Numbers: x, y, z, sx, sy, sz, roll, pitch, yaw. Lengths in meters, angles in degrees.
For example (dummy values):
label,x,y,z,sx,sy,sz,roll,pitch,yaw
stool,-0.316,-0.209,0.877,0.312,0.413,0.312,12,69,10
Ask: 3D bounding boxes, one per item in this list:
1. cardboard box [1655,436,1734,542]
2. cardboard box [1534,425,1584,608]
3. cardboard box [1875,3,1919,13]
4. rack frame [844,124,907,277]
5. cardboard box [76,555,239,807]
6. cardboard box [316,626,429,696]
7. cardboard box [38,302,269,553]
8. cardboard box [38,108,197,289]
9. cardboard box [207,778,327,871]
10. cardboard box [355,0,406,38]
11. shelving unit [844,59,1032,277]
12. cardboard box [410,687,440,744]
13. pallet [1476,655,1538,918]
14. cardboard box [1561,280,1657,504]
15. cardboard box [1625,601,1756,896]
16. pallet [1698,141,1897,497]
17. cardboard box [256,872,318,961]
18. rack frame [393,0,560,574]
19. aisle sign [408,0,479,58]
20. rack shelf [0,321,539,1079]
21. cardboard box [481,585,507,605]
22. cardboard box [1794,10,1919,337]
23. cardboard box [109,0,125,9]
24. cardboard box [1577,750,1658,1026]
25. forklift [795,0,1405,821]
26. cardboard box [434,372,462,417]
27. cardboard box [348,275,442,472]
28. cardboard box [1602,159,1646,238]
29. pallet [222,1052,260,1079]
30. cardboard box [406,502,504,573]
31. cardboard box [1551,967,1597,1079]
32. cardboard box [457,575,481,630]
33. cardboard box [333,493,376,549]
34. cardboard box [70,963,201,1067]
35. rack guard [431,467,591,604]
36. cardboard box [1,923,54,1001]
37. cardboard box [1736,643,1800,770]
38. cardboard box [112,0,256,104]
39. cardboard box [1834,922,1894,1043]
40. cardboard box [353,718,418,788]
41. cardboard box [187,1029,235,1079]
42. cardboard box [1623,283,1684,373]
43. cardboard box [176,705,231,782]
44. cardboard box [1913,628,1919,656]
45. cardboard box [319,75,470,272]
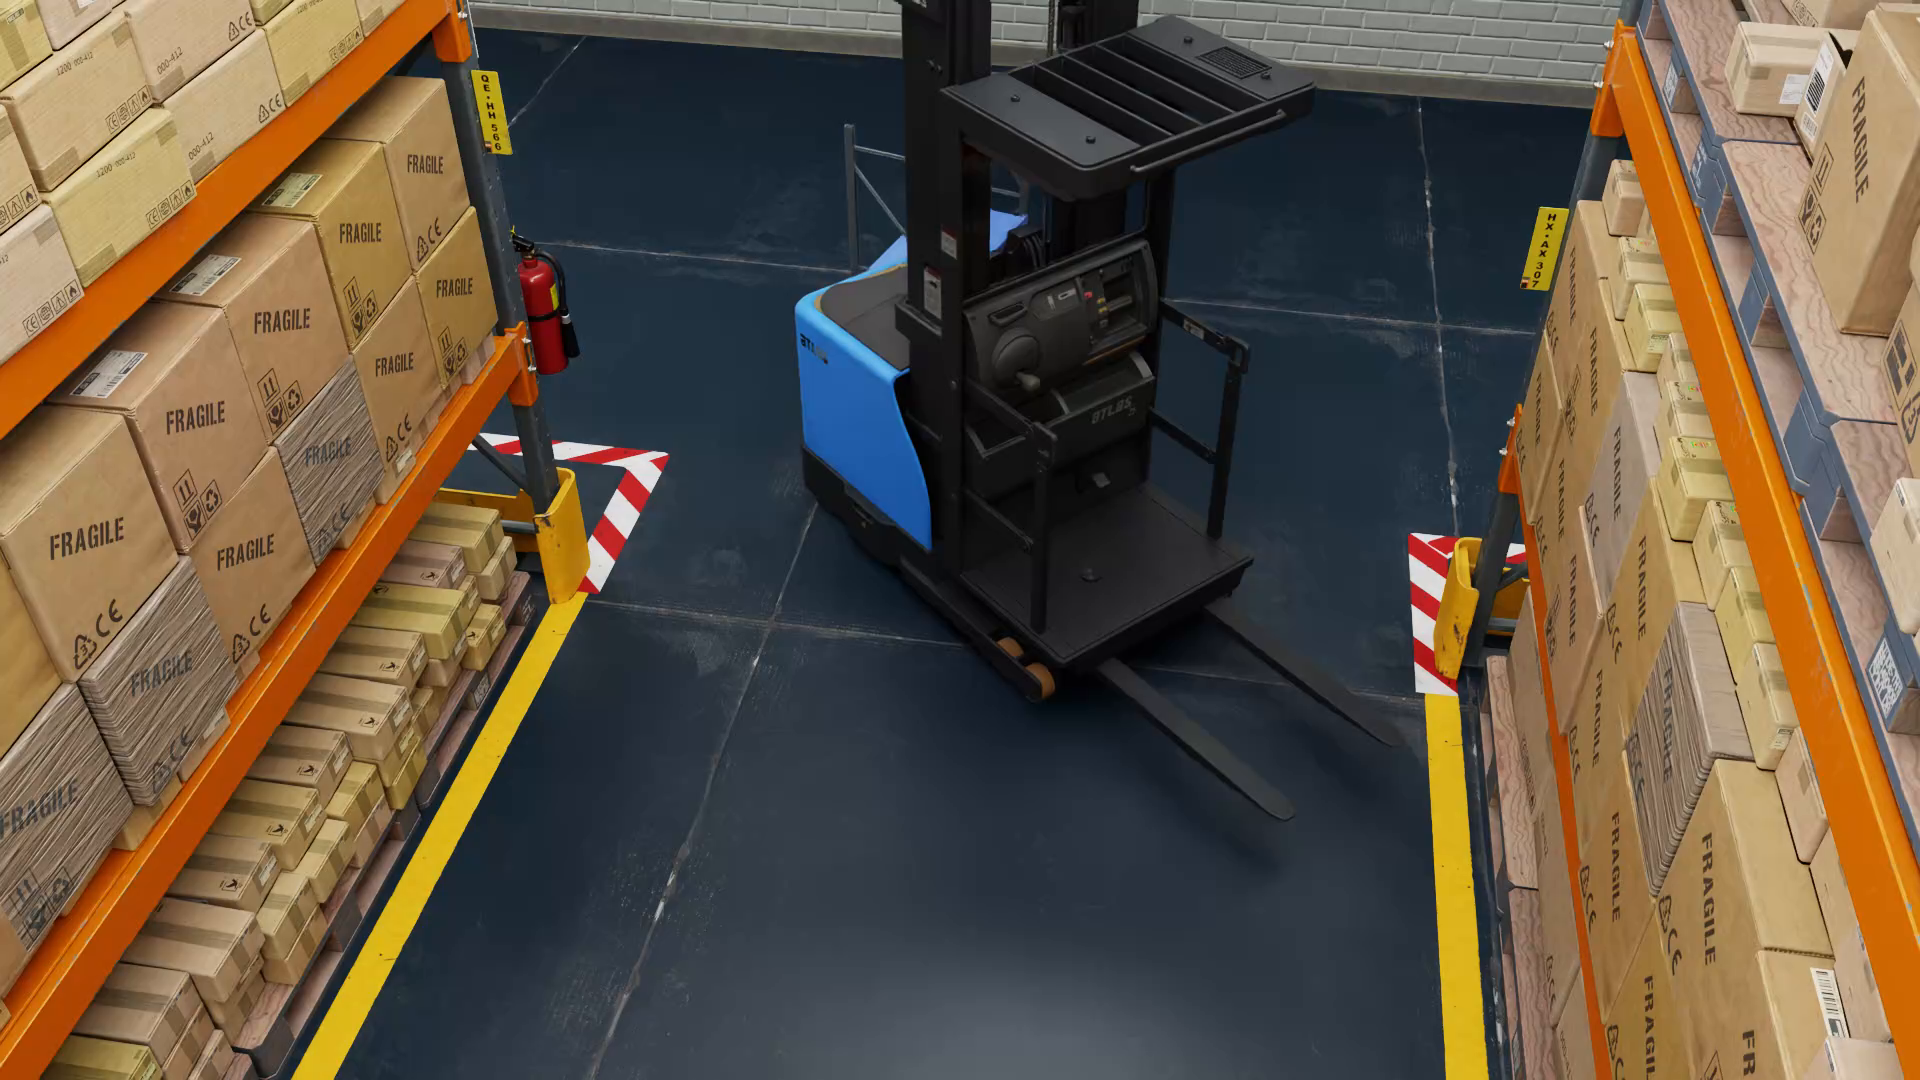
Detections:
label,x,y,z,sx,sy,sz,roll,pitch,yaw
cardboard box,1.975,-0.115,4.162,0.380,0.149,0.250,5,40,7
cardboard box,2.193,-0.050,5.378,0.500,0.500,0.500,6,40,7
cardboard box,2.636,-1.297,4.400,0.380,0.149,0.250,4,40,4
rack frame,-0.307,-1.284,8.126,0.500,1.500,0.032,17,42,19
cardboard box,-2.431,0.367,4.641,0.500,0.500,0.500,6,40,7
cardboard box,-2.243,0.467,6.272,0.380,0.149,0.250,5,40,6
cardboard box,-2.365,-0.330,4.699,0.500,0.500,0.500,5,40,6
cardboard box,-2.345,-0.901,4.249,0.500,0.250,0.500,8,40,10
cardboard box,-2.407,0.963,5.673,0.380,0.149,0.250,7,40,8
cardboard box,-2.092,-1.868,5.419,0.500,0.250,0.500,6,40,7
shelving unit,-0.090,-1.576,8.480,0.538,1.500,1.048,17,42,19
cardboard box,-2.265,0.691,6.467,0.380,0.149,0.250,7,40,8
pallet,2.558,0.983,6.395,1.003,0.211,1.213,6,40,8
cardboard box,2.173,-0.431,5.054,0.500,0.500,0.500,5,40,6
cardboard box,1.911,0.520,3.904,0.500,0.500,0.500,7,40,8
pallet,2.292,-0.489,3.703,1.003,0.211,1.213,6,40,8
cardboard box,-2.400,1.240,5.570,0.380,0.149,0.250,6,40,7
rack frame,-2.274,-1.084,6.707,1.000,3.000,0.127,6,40,8
aisle sign,-1.966,-2.099,5.894,0.394,0.787,0.004,6,40,8
rack shelf,-2.620,0.448,5.418,1.077,0.370,4.000,6,40,8
cardboard box,-2.159,0.206,7.054,0.380,0.149,0.250,7,40,8
cardboard box,2.123,-0.748,3.460,0.500,0.500,0.500,7,40,8
cardboard box,-2.295,-1.487,4.253,0.380,0.149,0.250,7,40,9
cardboard box,1.912,0.910,4.217,0.500,0.500,0.500,6,40,7
forklift,0.545,-0.813,6.433,1.130,2.935,3.031,-26,46,-28
cardboard box,-2.132,-0.600,6.318,0.380,0.149,0.250,6,40,8
cardboard box,-2.192,-0.604,5.815,0.500,0.500,0.500,6,40,7
cardboard box,2.285,-1.083,5.334,0.380,0.149,0.250,7,40,9
pallet,-2.885,2.076,5.074,1.003,0.211,1.213,6,40,8
cardboard box,-2.116,-0.016,6.857,0.380,0.149,0.250,7,40,8
cardboard box,2.296,1.790,4.912,0.875,0.438,0.875,5,40,6
cardboard box,-2.182,0.259,6.757,0.380,0.149,0.250,6,40,7
cardboard box,-2.256,-0.116,5.733,0.380,0.149,0.250,5,40,6
cardboard box,-2.578,1.444,5.090,0.380,0.149,0.250,5,40,7
rack guard,-2.287,-0.073,7.446,1.175,0.500,0.348,6,40,8
cardboard box,-2.629,1.038,4.338,0.380,0.149,0.250,5,40,6
cardboard box,1.906,0.376,3.570,0.380,0.149,0.250,6,40,7
cardboard box,-2.281,-1.416,4.479,0.500,0.250,0.500,7,40,8
cardboard box,1.819,0.853,2.992,0.380,0.149,0.250,7,40,9
cardboard box,-2.249,0.754,6.159,0.380,0.149,0.250,7,40,8
cardboard box,-2.554,1.677,5.276,0.380,0.149,0.250,6,40,7
cardboard box,2.124,-0.593,4.741,0.380,0.149,0.250,5,40,6
cardboard box,-2.415,0.550,4.928,0.380,0.149,0.250,8,40,10
cardboard box,1.722,0.168,2.536,0.396,0.266,0.258,8,40,9
cardboard box,-2.108,-1.308,5.881,0.500,0.500,0.500,6,40,7
